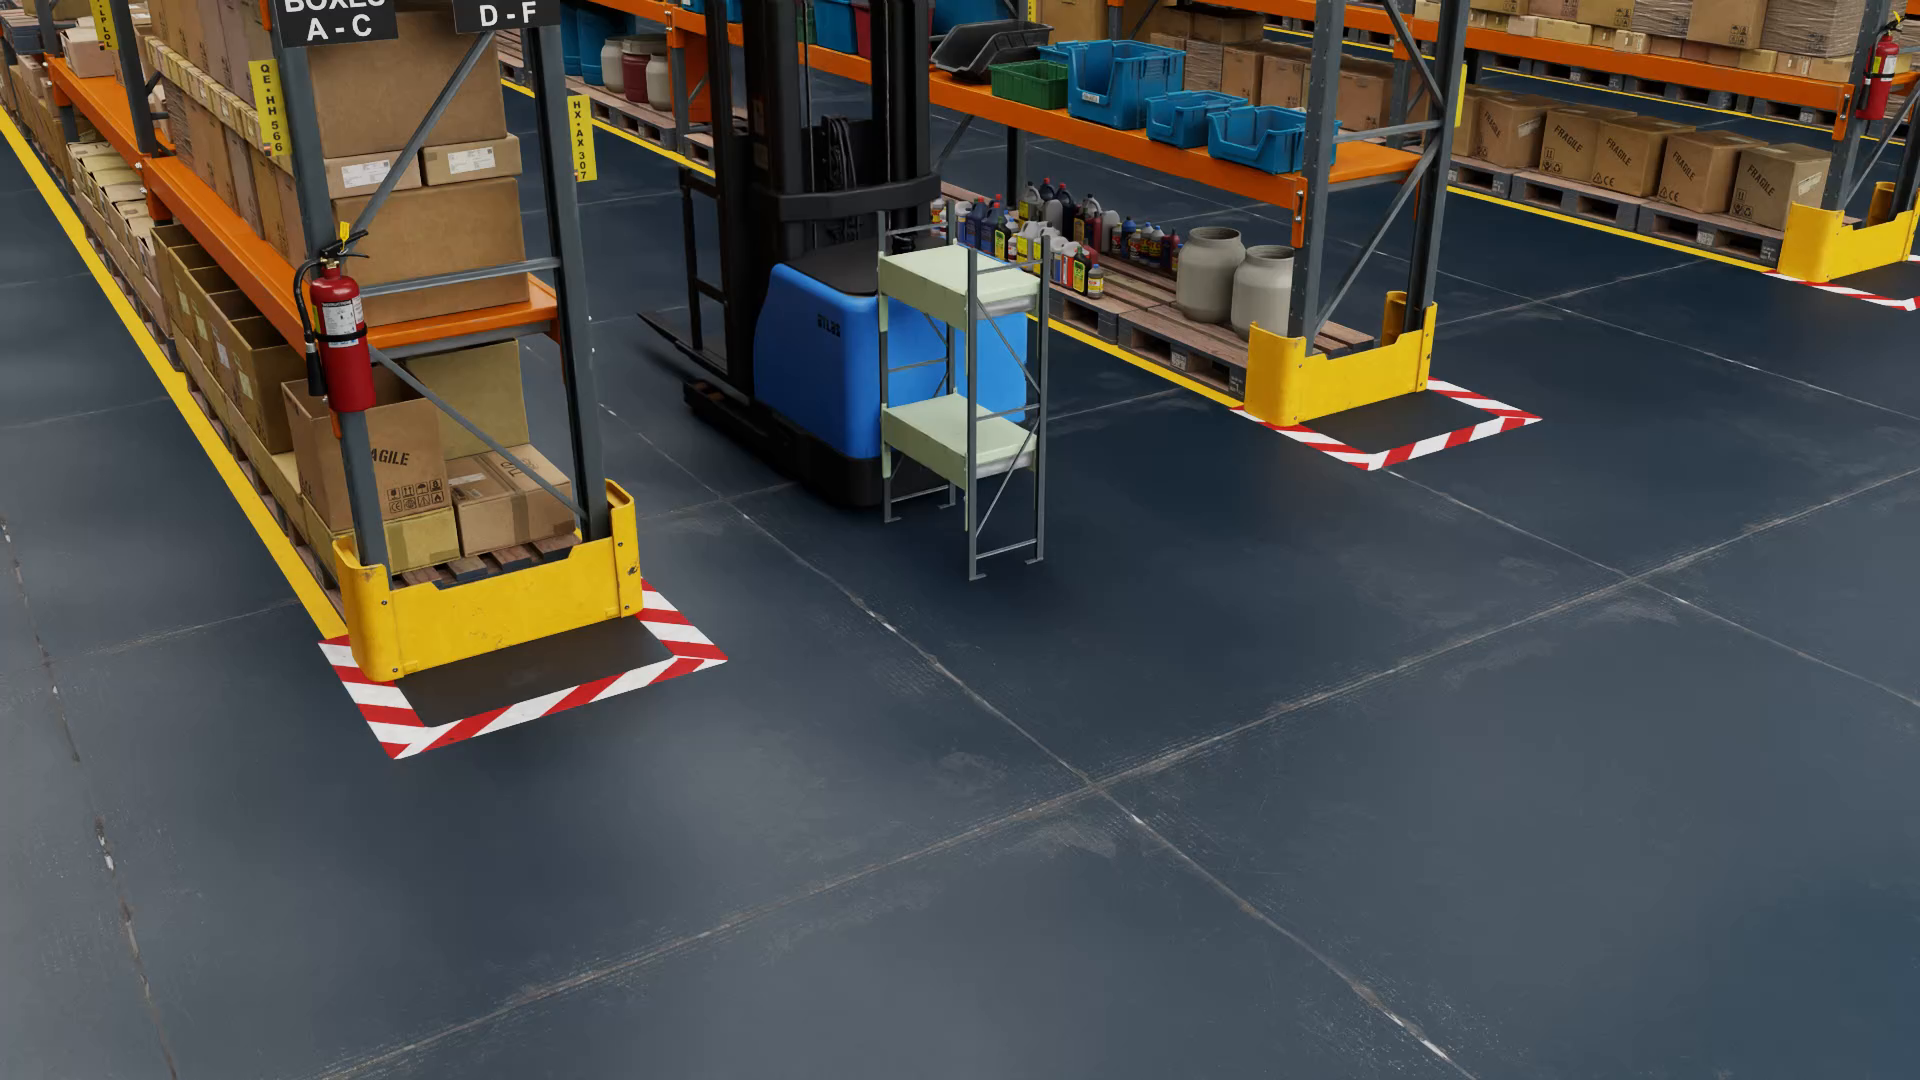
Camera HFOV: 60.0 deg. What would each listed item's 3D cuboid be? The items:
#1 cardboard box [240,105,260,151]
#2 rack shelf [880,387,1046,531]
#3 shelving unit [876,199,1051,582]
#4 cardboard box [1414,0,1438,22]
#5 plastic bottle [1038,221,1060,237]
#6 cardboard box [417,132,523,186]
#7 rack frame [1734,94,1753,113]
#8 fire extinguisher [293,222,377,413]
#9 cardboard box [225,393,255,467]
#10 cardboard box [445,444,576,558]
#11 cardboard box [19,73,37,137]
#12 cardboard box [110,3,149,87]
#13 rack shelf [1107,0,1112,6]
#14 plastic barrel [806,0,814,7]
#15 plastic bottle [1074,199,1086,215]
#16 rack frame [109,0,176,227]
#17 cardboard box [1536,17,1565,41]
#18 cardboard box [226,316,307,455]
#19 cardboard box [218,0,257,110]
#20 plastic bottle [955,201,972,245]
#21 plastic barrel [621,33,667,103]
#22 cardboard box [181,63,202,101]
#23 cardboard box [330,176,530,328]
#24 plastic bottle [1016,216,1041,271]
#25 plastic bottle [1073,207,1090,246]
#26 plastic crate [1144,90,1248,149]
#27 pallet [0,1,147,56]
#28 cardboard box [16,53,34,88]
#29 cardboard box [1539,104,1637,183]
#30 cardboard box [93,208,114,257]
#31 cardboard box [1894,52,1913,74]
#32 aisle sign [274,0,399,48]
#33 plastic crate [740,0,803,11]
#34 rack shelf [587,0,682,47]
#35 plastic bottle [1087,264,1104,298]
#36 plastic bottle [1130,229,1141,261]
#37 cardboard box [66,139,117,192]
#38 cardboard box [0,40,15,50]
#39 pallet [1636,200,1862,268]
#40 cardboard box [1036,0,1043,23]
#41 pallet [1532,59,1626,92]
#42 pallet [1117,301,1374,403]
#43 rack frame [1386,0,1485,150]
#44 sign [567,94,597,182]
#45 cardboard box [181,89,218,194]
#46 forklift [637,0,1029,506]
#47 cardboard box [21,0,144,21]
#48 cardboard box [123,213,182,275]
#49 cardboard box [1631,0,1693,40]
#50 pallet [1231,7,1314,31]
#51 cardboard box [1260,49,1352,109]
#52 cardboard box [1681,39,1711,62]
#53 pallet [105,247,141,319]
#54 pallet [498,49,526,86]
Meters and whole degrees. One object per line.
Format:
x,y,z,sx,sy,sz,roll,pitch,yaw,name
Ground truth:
-2.861,-1.791,7.152,0.380,0.149,0.250,-15,29,-28,cardboard box
0.004,-0.381,7.564,0.431,0.370,0.720,-16,29,-30,rack shelf
0.004,-0.676,7.425,0.431,1.500,0.755,-16,29,-30,shelving unit
4.054,-4.468,13.995,0.380,0.149,0.250,-16,29,-30,cardboard box
0.577,-1.980,11.106,0.152,0.276,0.135,-16,29,-30,plastic bottle
-1.963,-1.520,6.579,0.380,0.149,0.250,-16,30,-30,cardboard box
8.400,-5.848,16.625,1.000,3.000,0.127,-16,29,-30,rack frame
-2.254,-0.805,6.033,0.296,0.674,0.183,-16,29,-30,fire extinguisher
-3.299,-0.594,8.223,0.500,0.250,0.500,-16,29,-30,cardboard box
-2.036,-0.181,7.349,0.500,0.250,0.500,-16,29,-30,cardboard box
-8.120,-3.933,14.981,0.500,0.500,0.500,-15,29,-29,cardboard box
-5.367,-3.301,11.112,0.500,0.500,0.500,-17,30,-32,cardboard box
0.913,-6.550,18.953,1.077,0.370,4.000,-16,29,-30,rack shelf
-1.174,-4.587,13.822,0.421,0.512,0.421,0,25,0,plastic barrel
0.861,-2.265,11.700,0.061,0.283,0.133,-13,28,-26,plastic bottle
-4.113,-2.421,9.366,1.000,3.000,0.127,-16,29,-30,rack frame
4.757,-4.027,13.061,0.380,0.149,0.250,-16,29,-30,cardboard box
-3.030,-0.753,7.682,0.500,0.500,0.500,-16,29,-30,cardboard box
-2.770,-2.179,7.214,0.700,0.500,0.500,-15,29,-29,cardboard box
0.045,-2.216,11.606,0.152,0.276,0.135,-14,29,-28,plastic bottle
-3.042,-4.680,16.482,0.600,0.588,0.708,-16,29,-30,plastic barrel
-3.570,-2.254,8.133,0.380,0.149,0.250,-17,30,-31,cardboard box
-2.174,-1.206,6.674,0.700,0.500,0.500,-16,29,-30,cardboard box
0.467,-1.971,10.998,0.144,0.351,0.185,-16,30,-30,plastic bottle
0.841,-2.165,11.488,0.061,0.283,0.133,-16,29,-30,plastic bottle
1.349,-2.419,9.536,0.499,0.251,0.408,-16,29,-30,plastic crate
-6.726,-3.992,12.916,1.213,0.211,1.003,-16,29,-30,pallet
-7.875,-4.103,14.462,0.500,0.250,0.500,-15,29,-29,cardboard box
5.097,-3.229,13.513,0.500,0.500,0.500,-19,31,-34,cardboard box
-5.693,-2.179,11.581,0.500,0.250,0.500,-16,30,-31,cardboard box
6.417,-3.342,11.610,0.380,0.149,0.250,-16,29,-30,cardboard box
-2.140,-2.074,5.585,0.394,0.787,0.004,-16,29,-30,aisle sign
-1.519,-4.385,13.450,0.402,0.464,0.583,-16,29,-30,plastic crate
-3.236,-5.395,16.508,1.077,0.370,4.000,-16,29,-30,rack shelf
0.853,-1.632,10.456,0.097,0.201,0.097,0,25,0,plastic bottle
1.198,-1.992,11.219,0.097,0.201,0.097,0,25,0,plastic bottle
-6.257,-2.797,12.232,0.500,0.311,0.500,-14,29,-28,cardboard box
-9.510,-5.024,17.287,0.797,0.503,0.637,-16,29,-30,cardboard box
5.917,-2.363,12.508,1.003,0.211,1.213,-16,29,-30,pallet
1.166,-5.961,18.860,1.225,0.875,0.875,-15,29,-29,cardboard box
7.245,-5.283,18.693,1.003,0.211,1.213,-16,29,-30,pallet
1.703,-1.191,10.025,1.003,0.211,1.213,-16,29,-30,pallet
4.189,-4.729,14.253,1.000,3.000,0.127,-16,29,-30,rack frame
-1.461,-1.545,6.403,0.100,0.325,0.005,-16,29,-30,sign
-3.572,-2.122,8.615,0.700,0.500,0.500,-16,30,-30,cardboard box
-0.880,-2.066,8.694,1.130,2.935,3.031,-16,29,-30,forklift
-6.735,-4.286,12.707,0.500,0.500,0.700,18,31,33,cardboard box
-4.864,-1.884,10.300,0.500,0.311,0.500,-15,29,-28,cardboard box
5.485,-4.021,12.288,0.875,0.500,0.500,-16,29,-30,cardboard box
4.459,-7.171,22.693,1.003,0.211,1.213,-16,29,-30,pallet
3.321,-4.397,15.963,0.700,0.500,0.500,-18,31,-34,cardboard box
5.503,-3.597,12.151,0.380,0.149,0.250,-16,29,-30,cardboard box
-5.218,-1.852,11.425,1.003,0.211,1.213,-16,29,-30,pallet
-4.762,-5.429,19.003,1.003,0.211,1.213,-16,29,-30,pallet
